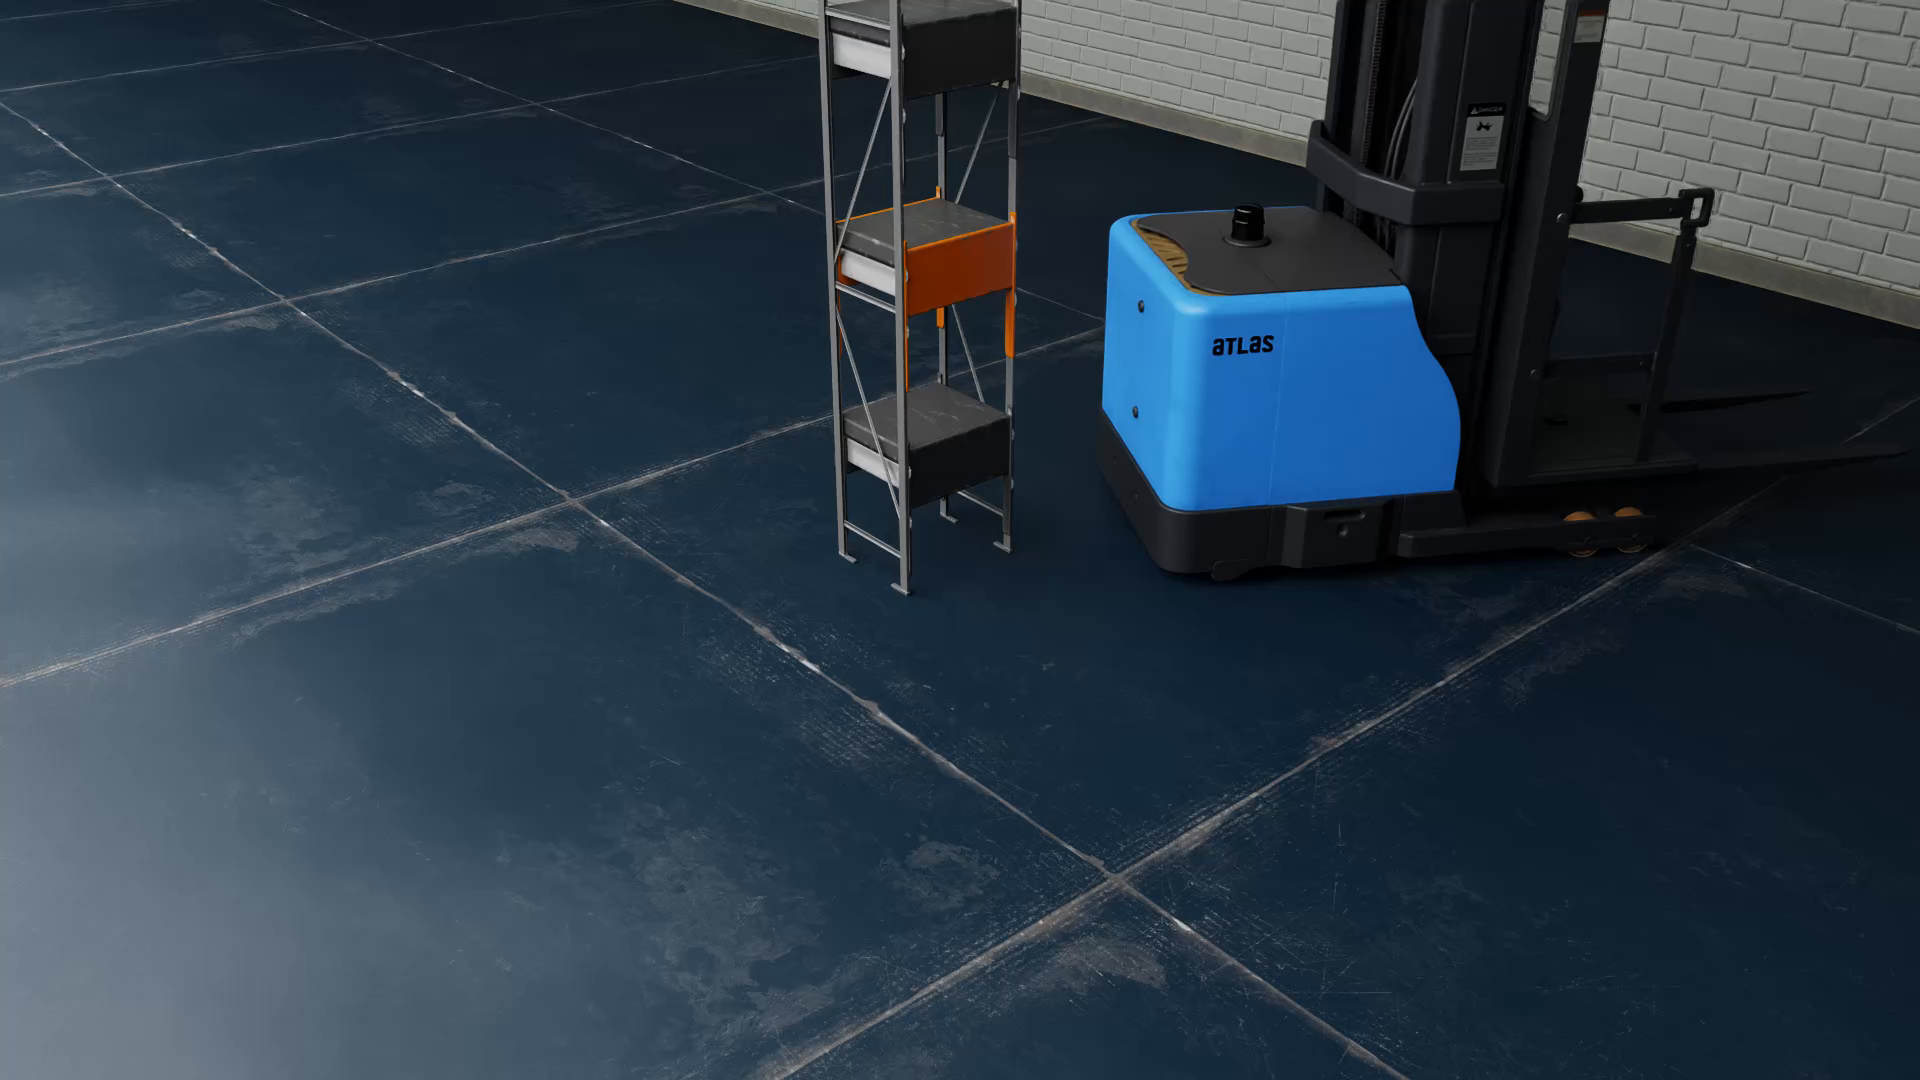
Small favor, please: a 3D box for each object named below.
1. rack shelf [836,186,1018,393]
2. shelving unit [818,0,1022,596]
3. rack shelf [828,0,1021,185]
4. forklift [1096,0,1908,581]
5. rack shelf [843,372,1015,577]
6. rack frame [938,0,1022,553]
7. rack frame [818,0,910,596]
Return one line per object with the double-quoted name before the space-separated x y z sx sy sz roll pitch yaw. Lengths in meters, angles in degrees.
"rack shelf" -0.126 -0.863 5.667 0.480 0.518 0.431 -22 35 -35
"shelving unit" -0.126 -0.875 5.660 0.503 2.100 0.431 -22 35 -35
"rack shelf" -0.126 -1.481 5.337 0.480 0.518 0.431 -22 35 -35
"forklift" 2.114 -1.469 5.890 3.031 2.935 1.130 -5 28 -9
"rack shelf" -0.126 -0.246 5.997 0.480 0.518 0.431 -22 35 -35
"rack frame" 0.060 -0.950 5.800 0.015 2.100 0.400 -22 35 -35
"rack frame" -0.312 -0.801 5.521 0.015 2.100 0.400 -22 35 -35
